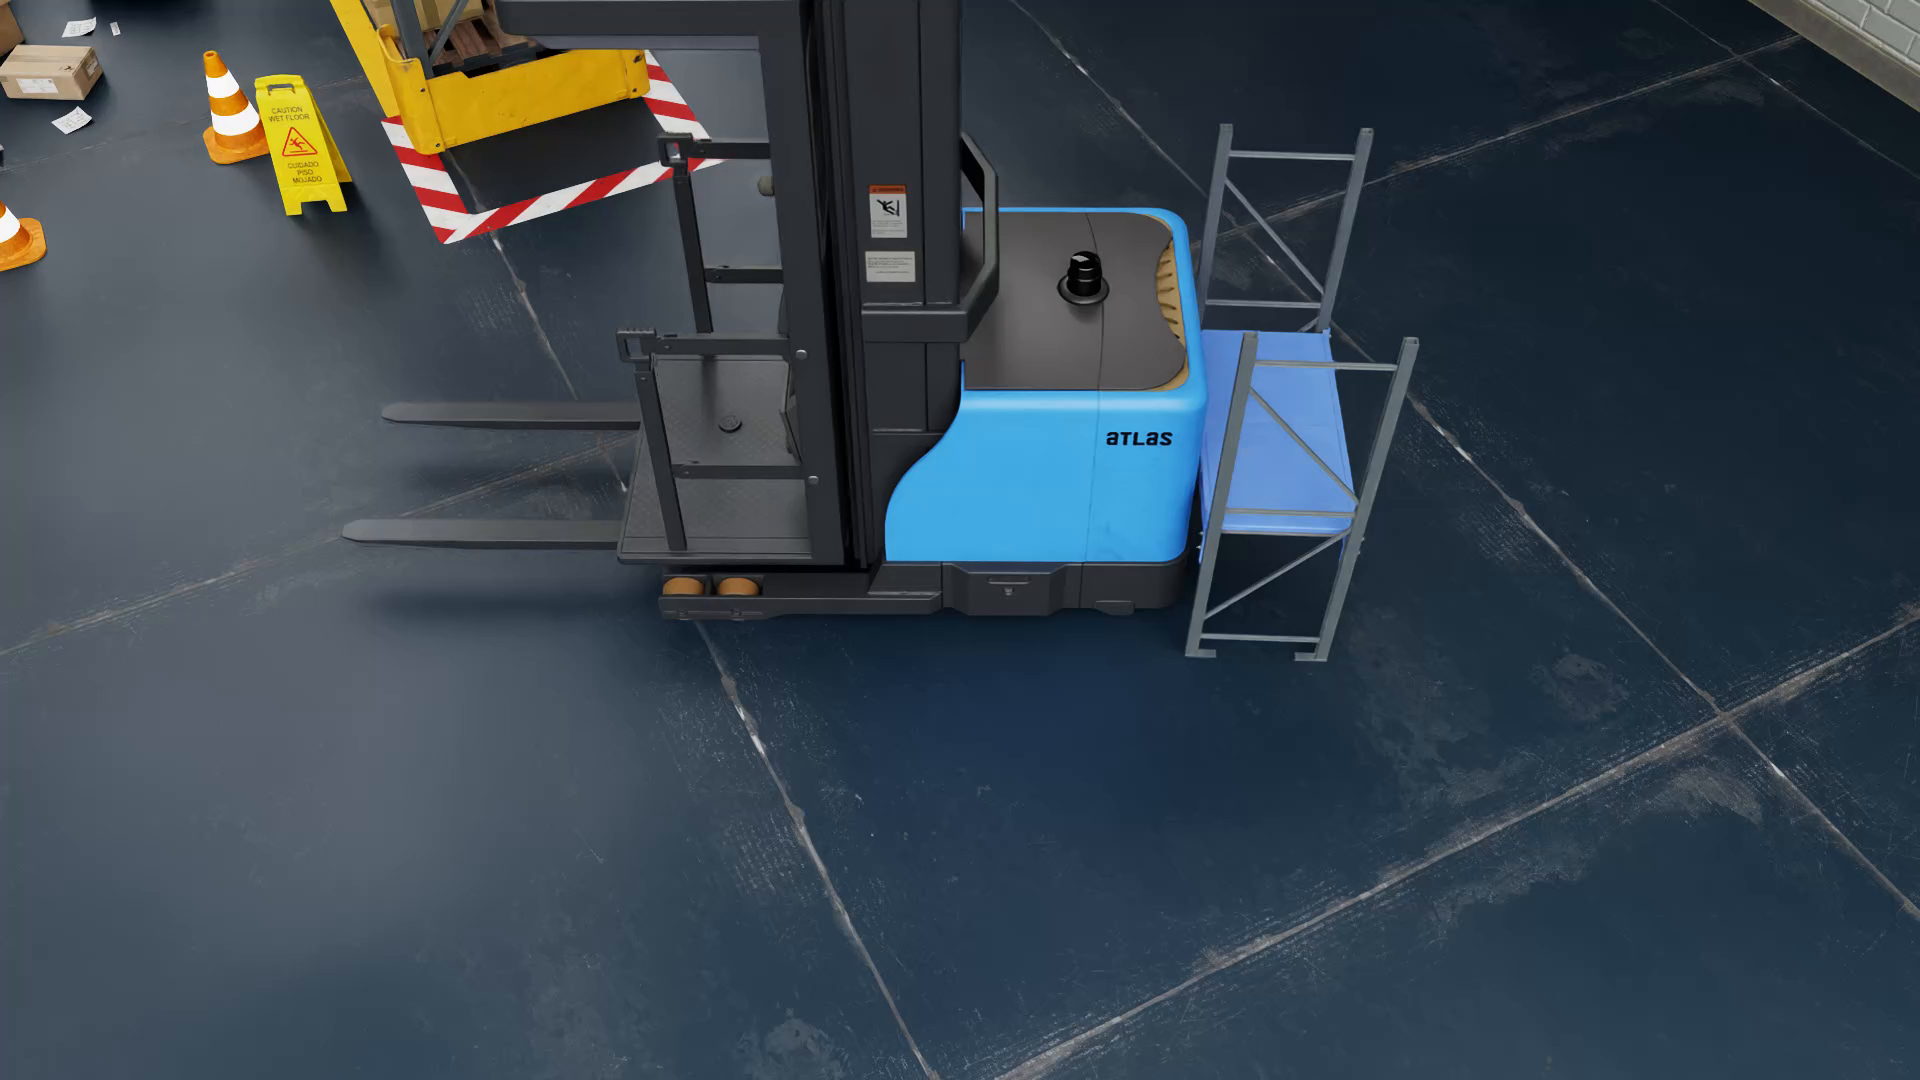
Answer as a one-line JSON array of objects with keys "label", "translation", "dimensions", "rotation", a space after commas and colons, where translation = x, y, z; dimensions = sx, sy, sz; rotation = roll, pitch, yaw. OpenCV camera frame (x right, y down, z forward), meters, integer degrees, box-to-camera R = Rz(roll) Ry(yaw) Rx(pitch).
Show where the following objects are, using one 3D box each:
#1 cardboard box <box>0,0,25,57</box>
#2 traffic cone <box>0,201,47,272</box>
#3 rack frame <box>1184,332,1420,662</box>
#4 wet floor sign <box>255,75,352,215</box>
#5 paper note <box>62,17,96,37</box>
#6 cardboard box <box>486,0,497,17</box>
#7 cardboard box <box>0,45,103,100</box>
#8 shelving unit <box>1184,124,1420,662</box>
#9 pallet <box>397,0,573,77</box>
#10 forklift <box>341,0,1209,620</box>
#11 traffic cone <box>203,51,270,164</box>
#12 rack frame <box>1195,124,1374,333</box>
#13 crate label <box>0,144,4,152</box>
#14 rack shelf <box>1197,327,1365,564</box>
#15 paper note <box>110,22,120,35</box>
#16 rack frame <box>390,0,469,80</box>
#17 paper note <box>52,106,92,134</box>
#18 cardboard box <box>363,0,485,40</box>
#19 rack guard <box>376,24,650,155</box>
[{"label": "cardboard box", "translation": [-5.122, -2.533, 8.131], "dimensions": [0.637, 0.503, 0.797], "rotation": [18, 51, 15]}, {"label": "traffic cone", "translation": [-4.242, -1.450, 7.211], "dimensions": [0.336, 0.463, 0.334], "rotation": [-21, 52, -18]}, {"label": "rack frame", "translation": [1.054, -0.084, 5.323], "dimensions": [0.500, 1.500, 0.032], "rotation": [2, 49, 1]}, {"label": "wet floor sign", "translation": [-2.932, -1.781, 7.379], "dimensions": [0.267, 0.644, 0.232], "rotation": [-5, 49, -5]}, {"label": "paper note", "translation": [-4.525, -2.637, 8.544], "dimensions": [0.148, 0.019, 0.142], "rotation": [-5, 49, -5]}, {"label": "cardboard box", "translation": [-2.190, -2.920, 8.358], "dimensions": [0.500, 0.250, 0.500], "rotation": [-22, 52, -18]}, {"label": "cardboard box", "translation": [-4.463, -2.294, 8.157], "dimensions": [0.380, 0.149, 0.250], "rotation": [2, 49, 2]}, {"label": "shelving unit", "translation": [1.072, -0.466, 5.657], "dimensions": [0.538, 1.500, 1.048], "rotation": [2, 49, 1]}, {"label": "pallet", "translation": [-2.442, -2.740, 8.506], "dimensions": [1.003, 0.211, 1.213], "rotation": [-21, 52, -18]}, {"label": "forklift", "translation": [-0.707, -1.075, 5.243], "dimensions": [3.031, 2.935, 1.130], "rotation": [0, 49, 0]}, {"label": "traffic cone", "translation": [-3.411, -2.060, 7.744], "dimensions": [0.336, 0.463, 0.334], "rotation": [-21, 52, -18]}, {"label": "rack frame", "translation": [1.090, -0.849, 5.992], "dimensions": [0.500, 1.500, 0.032], "rotation": [2, 49, 1]}, {"label": "crate label", "translation": [-4.657, -1.847, 7.775], "dimensions": [0.298, 0.136, 0.250], "rotation": [26, 54, 21]}, {"label": "rack shelf", "translation": [1.070, -0.348, 5.793], "dimensions": [0.538, 0.185, 1.000], "rotation": [2, 49, 1]}, {"label": "paper note", "translation": [-4.339, -2.626, 8.540], "dimensions": [0.032, 0.001, 0.123], "rotation": [-21, 52, -18]}, {"label": "rack frame", "translation": [-2.067, -3.051, 6.926], "dimensions": [1.000, 3.000, 0.127], "rotation": [-21, 52, -18]}, {"label": "paper note", "translation": [-4.270, -2.021, 7.997], "dimensions": [0.142, 0.019, 0.148], "rotation": [35, 57, 27]}, {"label": "cardboard box", "translation": [-2.687, -2.749, 8.209], "dimensions": [0.500, 0.250, 0.500], "rotation": [-21, 52, -18]}, {"label": "rack guard", "translation": [-2.102, -2.279, 7.911], "dimensions": [1.175, 0.500, 0.348], "rotation": [-21, 52, -18]}]
